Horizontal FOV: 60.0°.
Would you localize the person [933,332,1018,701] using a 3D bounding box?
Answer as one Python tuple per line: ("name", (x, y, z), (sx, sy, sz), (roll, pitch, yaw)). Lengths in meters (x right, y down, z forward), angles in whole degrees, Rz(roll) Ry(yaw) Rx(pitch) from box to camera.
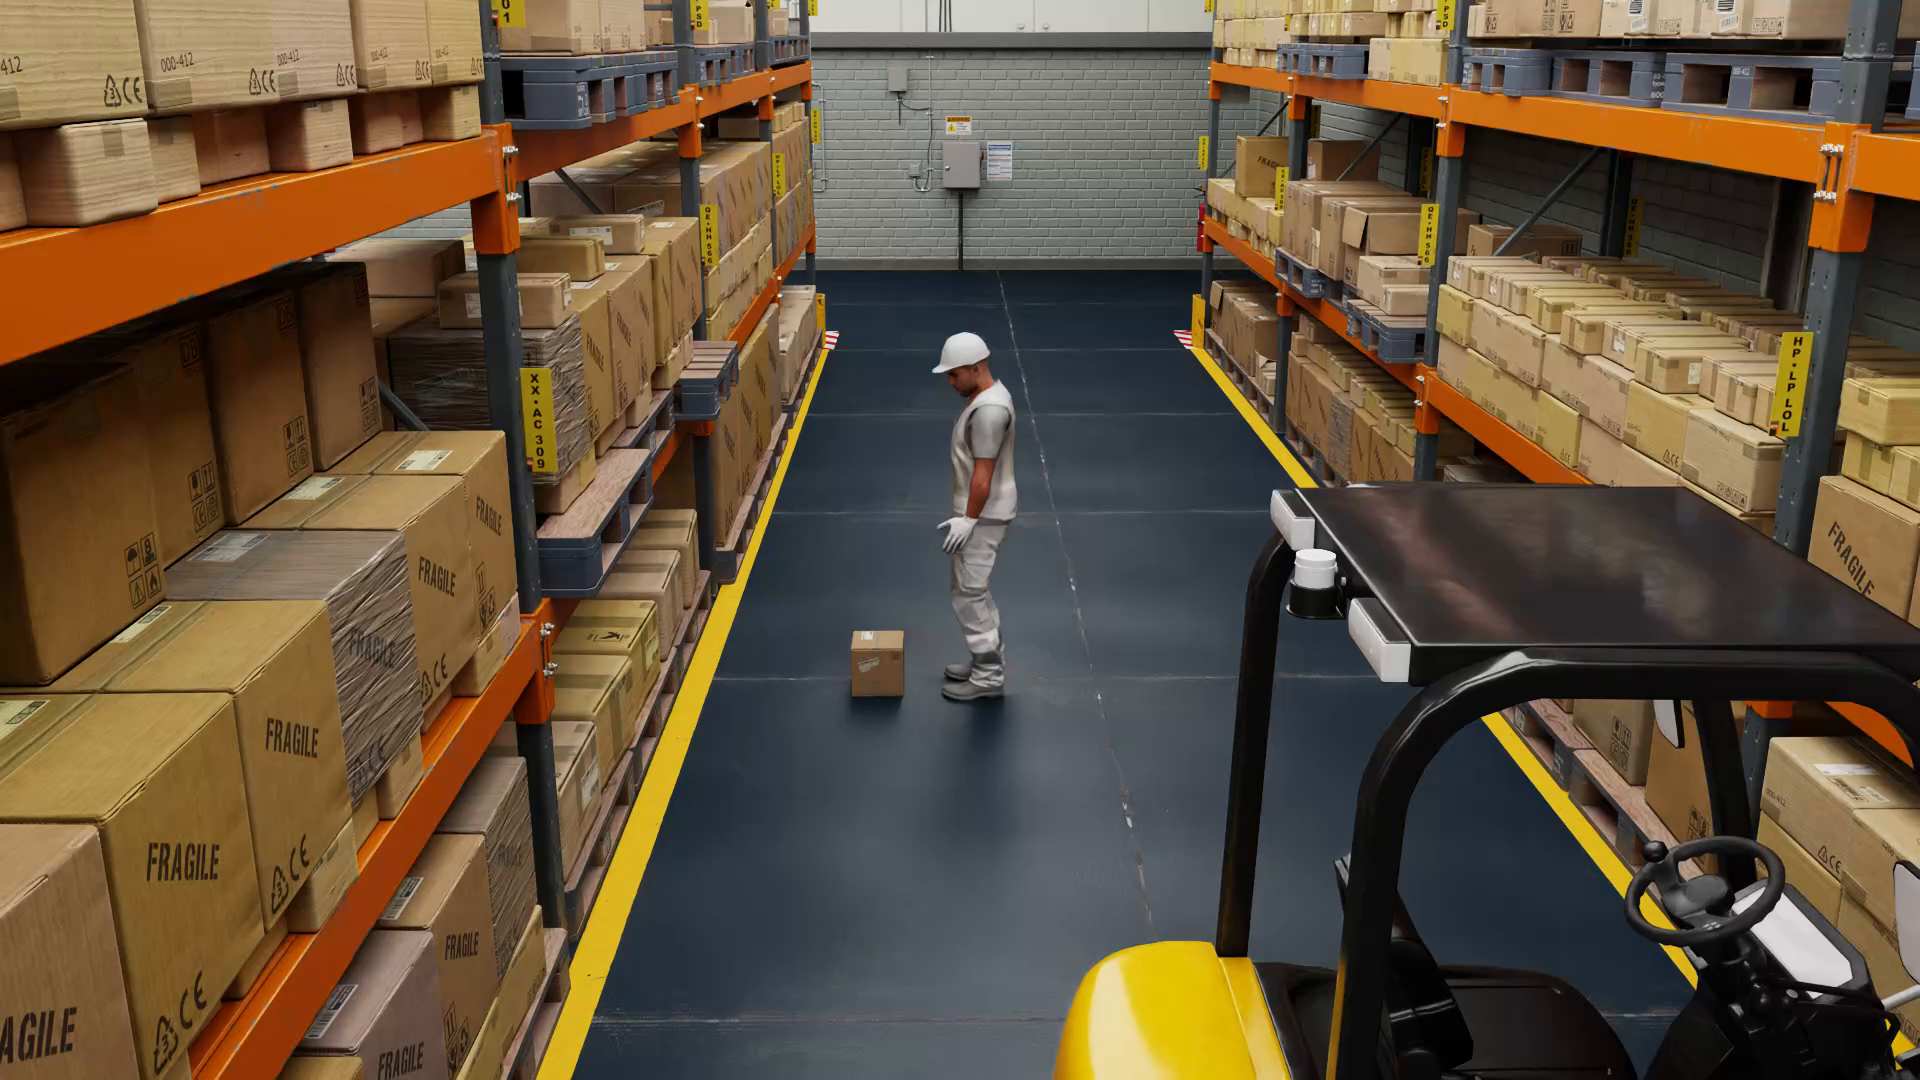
("person", (0.072, -0.112, 7.915), (0.400, 1.763, 0.534), (0, 17, 0))
